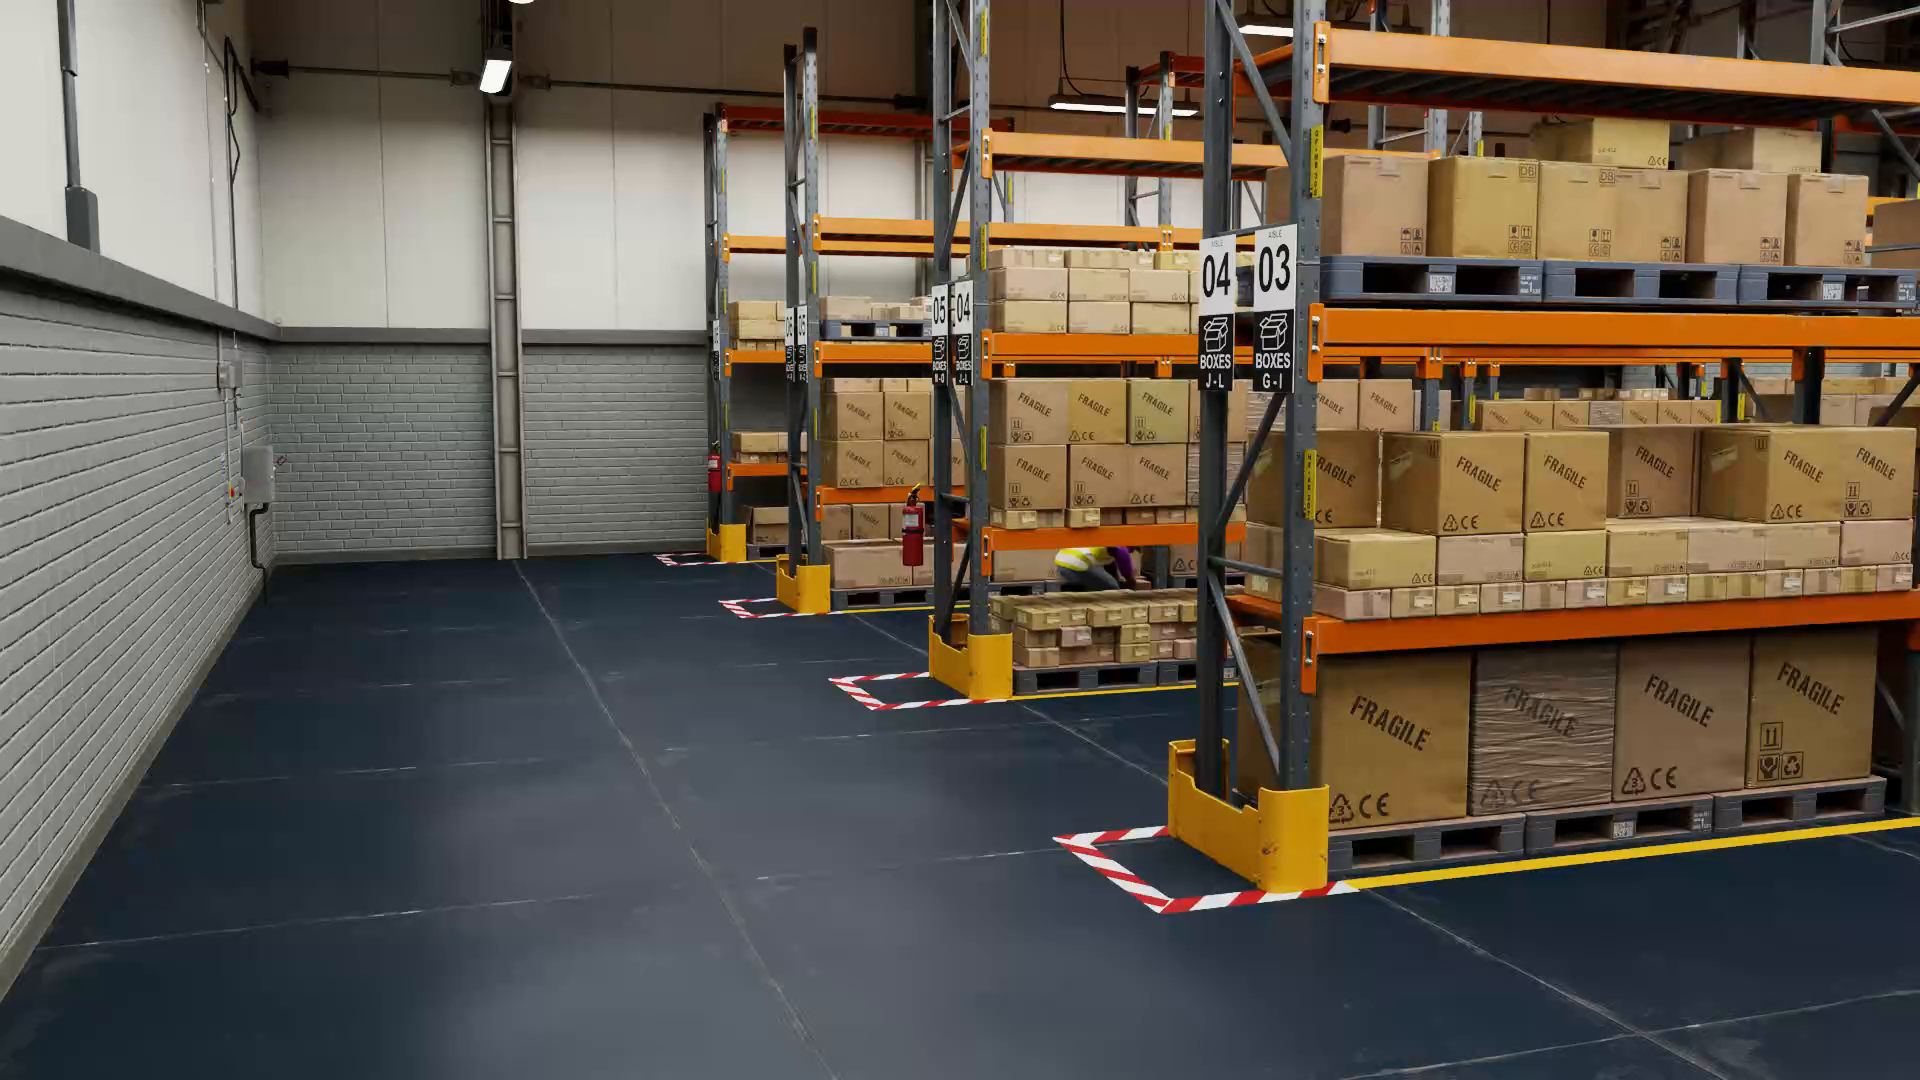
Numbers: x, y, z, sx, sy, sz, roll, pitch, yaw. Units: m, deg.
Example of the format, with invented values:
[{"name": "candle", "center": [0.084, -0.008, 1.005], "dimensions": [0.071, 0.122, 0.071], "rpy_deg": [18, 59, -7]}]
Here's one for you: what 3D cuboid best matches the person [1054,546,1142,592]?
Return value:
[{"name": "person", "center": [1.396, 0.371, 16.369], "dimensions": [0.938, 1.001, 0.523], "rpy_deg": [-2, 6, -21]}]
